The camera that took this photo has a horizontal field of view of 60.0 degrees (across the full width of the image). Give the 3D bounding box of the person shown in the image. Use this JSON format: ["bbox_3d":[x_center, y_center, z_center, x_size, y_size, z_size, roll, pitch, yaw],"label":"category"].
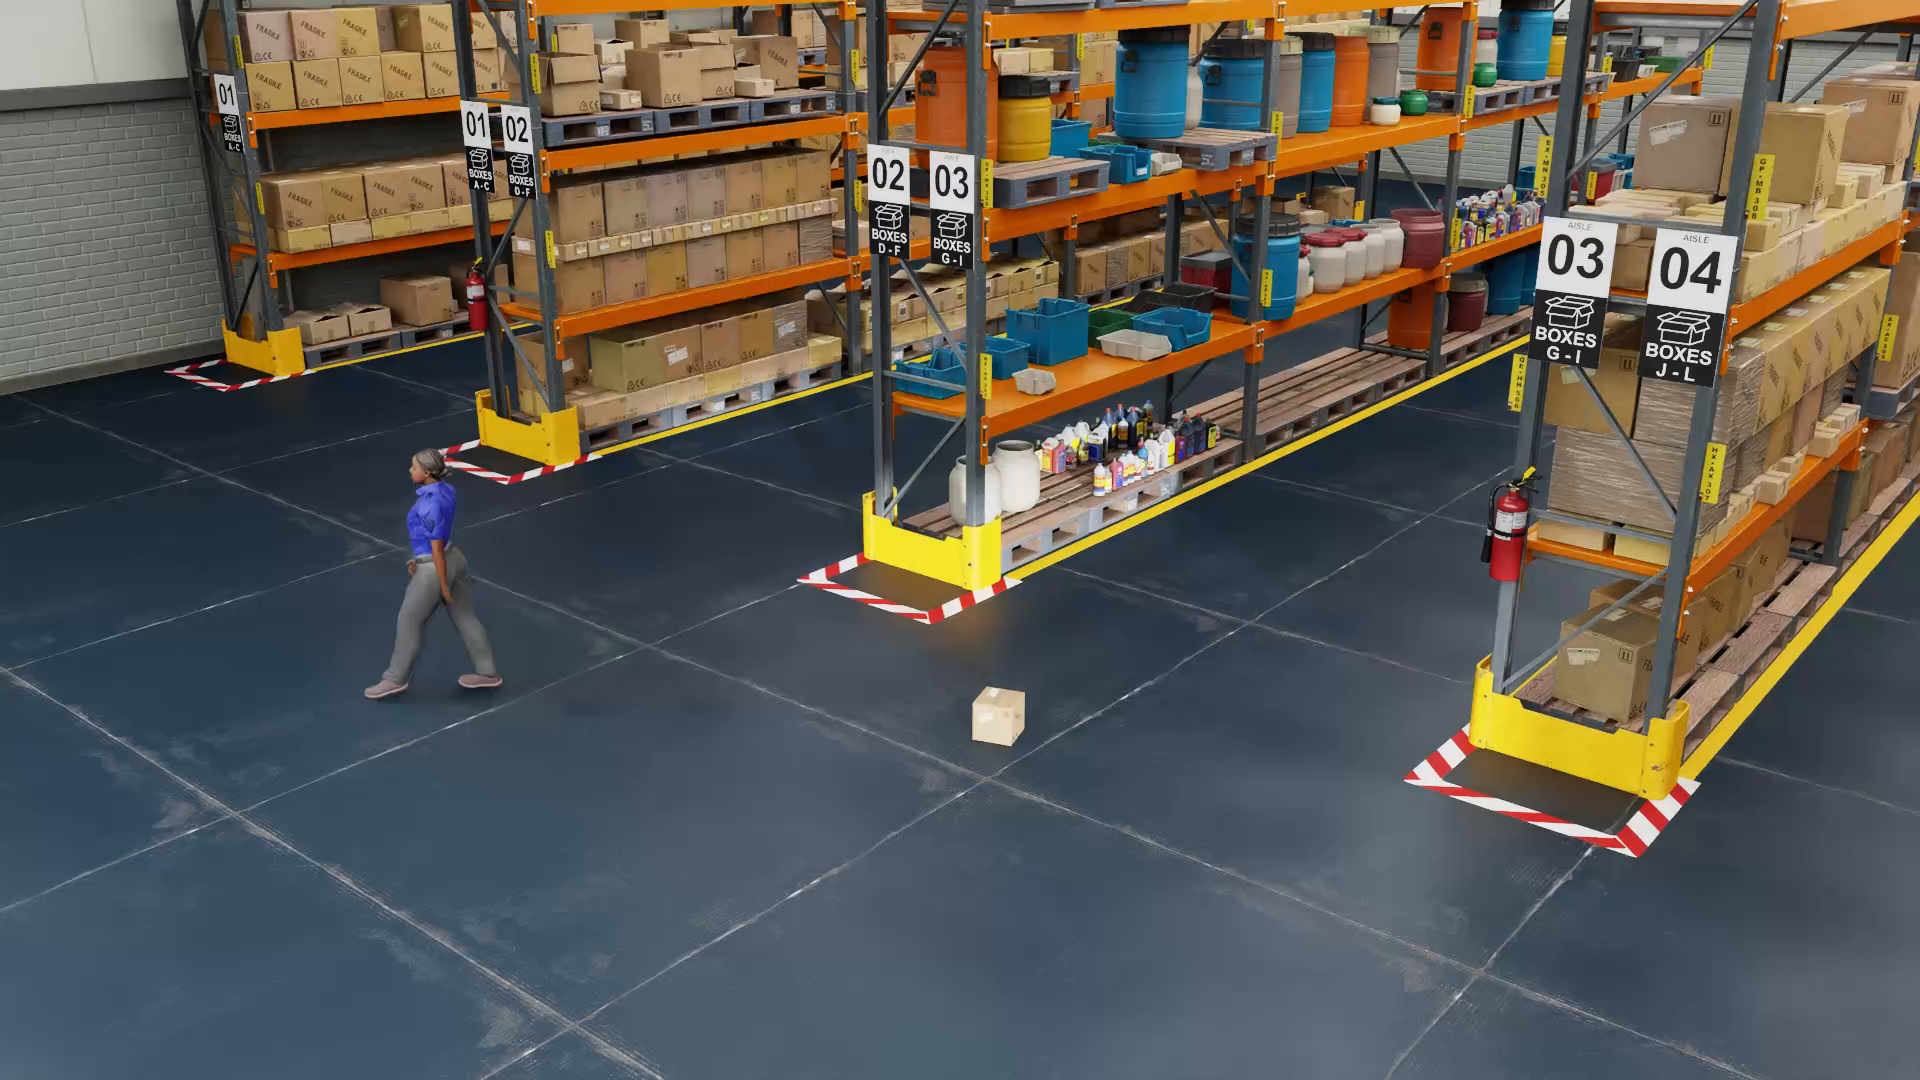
[{"bbox_3d":[-3.397,0.195,10.535,0.852,1.636,0.456,2,20,5],"label":"person"}]
